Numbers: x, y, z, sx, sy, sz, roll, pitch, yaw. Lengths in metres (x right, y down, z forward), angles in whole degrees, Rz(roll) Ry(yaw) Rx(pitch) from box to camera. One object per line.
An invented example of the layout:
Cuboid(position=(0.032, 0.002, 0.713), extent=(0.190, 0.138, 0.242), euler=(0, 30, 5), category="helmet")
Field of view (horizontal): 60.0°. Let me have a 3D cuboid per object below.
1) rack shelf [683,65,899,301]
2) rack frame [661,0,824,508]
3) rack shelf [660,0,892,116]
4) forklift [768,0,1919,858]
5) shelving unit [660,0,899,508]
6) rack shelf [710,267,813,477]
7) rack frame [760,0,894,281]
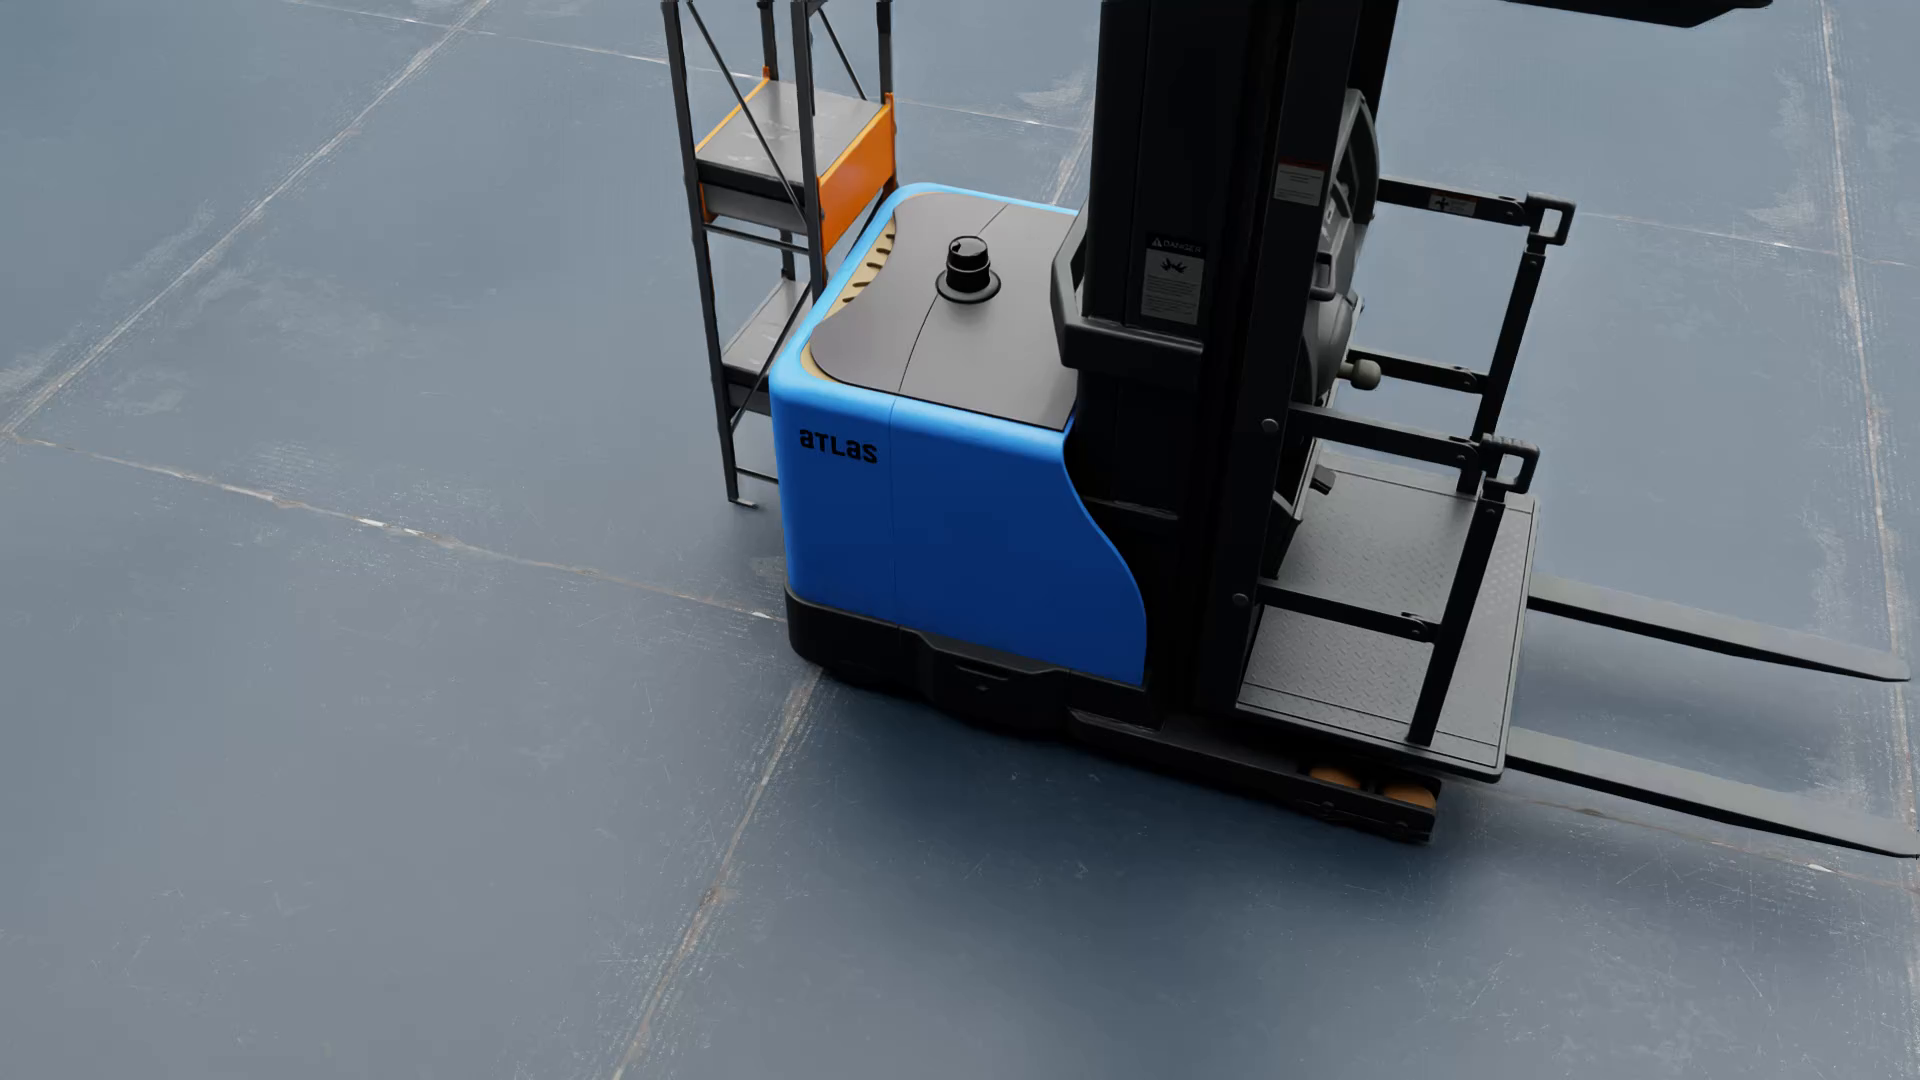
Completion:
Cuboid(position=(-0.469, -0.975, 4.765), extent=(0.431, 0.518, 0.480), euler=(16, 47, 16), category="rack shelf")
Cuboid(position=(-0.563, -0.828, 4.594), extent=(0.400, 2.100, 0.015), euler=(16, 47, 16), category="rack frame")
Cuboid(position=(-0.469, -1.476, 4.275), extent=(0.431, 0.518, 0.480), euler=(16, 47, 16), category="rack shelf")
Cuboid(position=(1.076, -0.670, 3.839), extent=(3.031, 2.935, 1.130), euler=(14, 46, 14), category="forklift")
Cuboid(position=(-0.469, -0.985, 4.755), extent=(0.431, 2.100, 0.503), euler=(16, 47, 16), category="shelving unit")
Cuboid(position=(-0.469, -0.475, 5.255), extent=(0.431, 0.518, 0.480), euler=(16, 47, 16), category="rack shelf")
Cuboid(position=(-0.375, -1.143, 4.916), extent=(0.400, 2.100, 0.015), euler=(16, 47, 16), category="rack frame")
